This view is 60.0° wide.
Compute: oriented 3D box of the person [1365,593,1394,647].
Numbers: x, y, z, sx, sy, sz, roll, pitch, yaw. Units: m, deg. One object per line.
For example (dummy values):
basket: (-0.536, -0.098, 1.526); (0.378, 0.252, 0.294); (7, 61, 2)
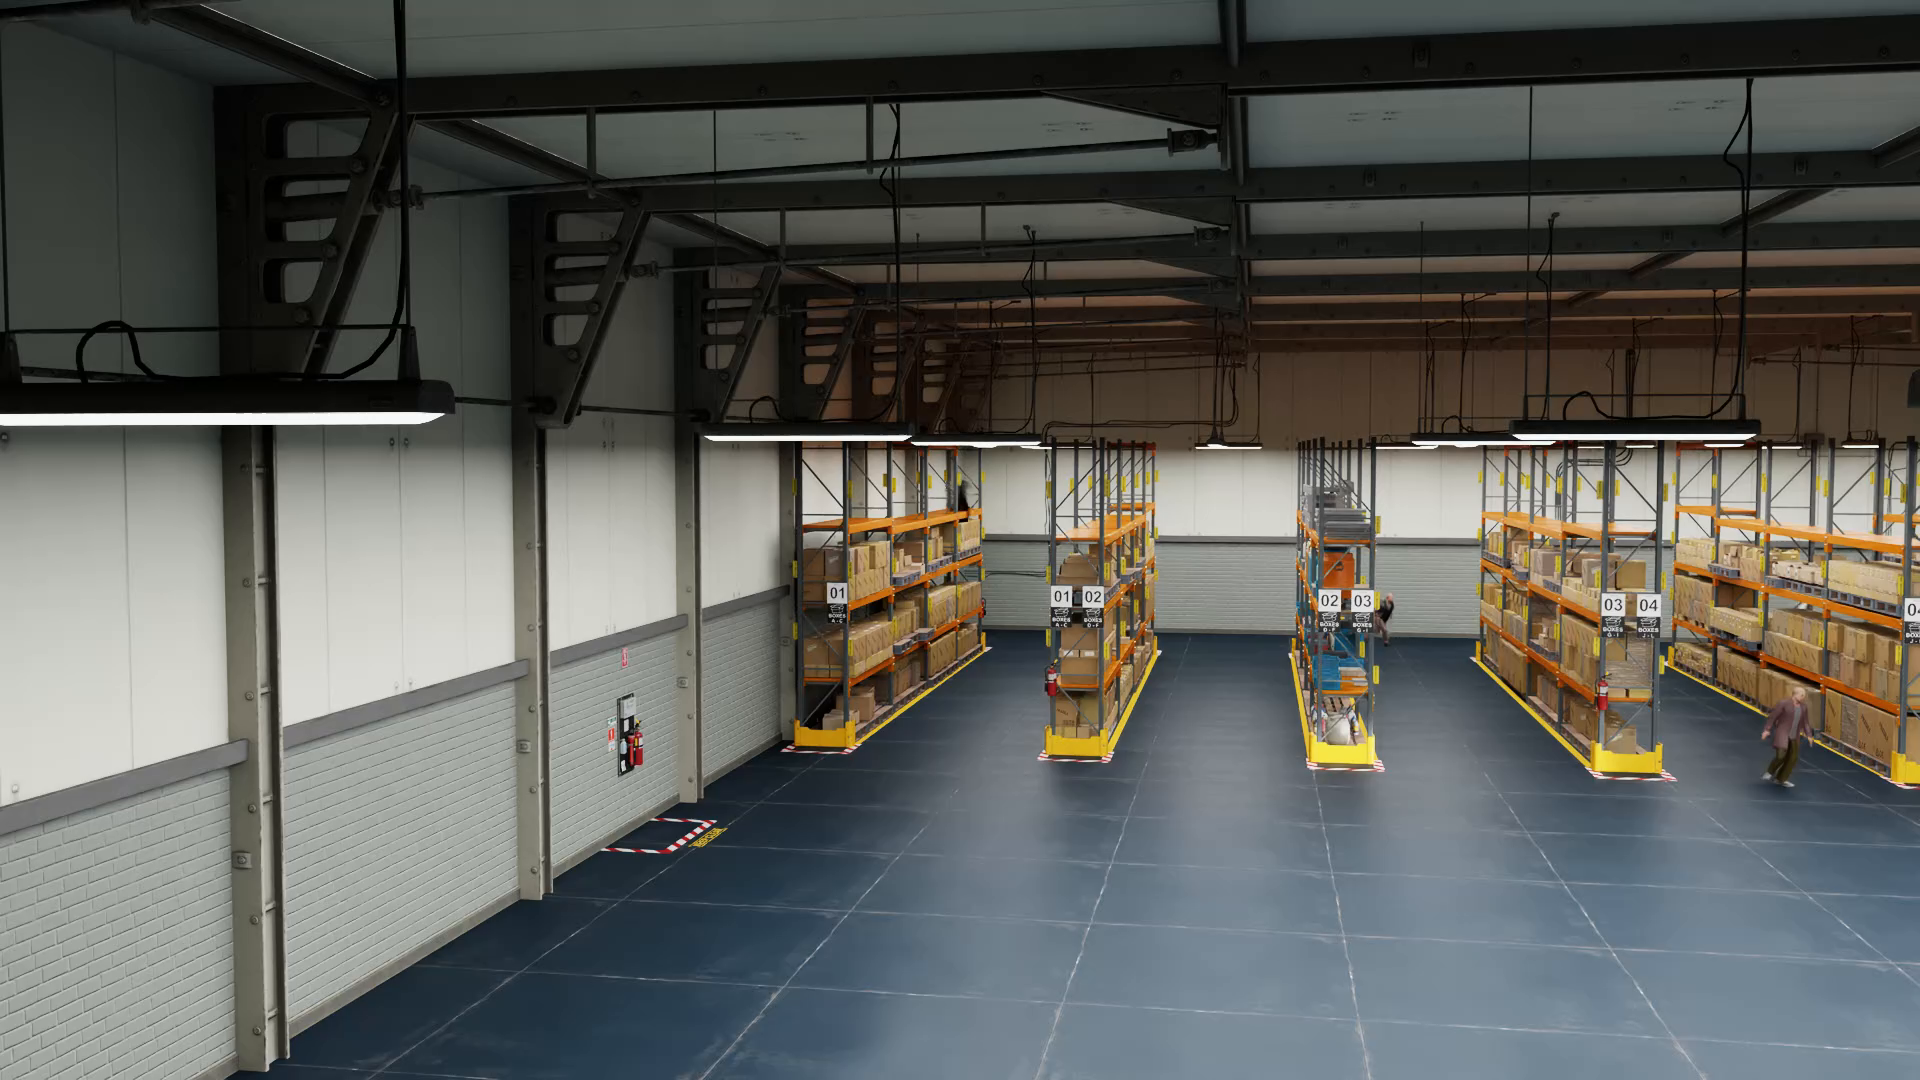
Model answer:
person: (12.375, 2.337, 49.046); (0.650, 1.586, 1.037); (-2, 4, -31)

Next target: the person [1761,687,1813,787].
person: (14.119, 3.348, 28.421); (0.731, 1.737, 0.591); (-1, 3, -13)

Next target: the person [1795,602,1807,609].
person: (23.680, 2.338, 46.682); (0.976, 1.764, 0.683); (-1, 3, -11)
